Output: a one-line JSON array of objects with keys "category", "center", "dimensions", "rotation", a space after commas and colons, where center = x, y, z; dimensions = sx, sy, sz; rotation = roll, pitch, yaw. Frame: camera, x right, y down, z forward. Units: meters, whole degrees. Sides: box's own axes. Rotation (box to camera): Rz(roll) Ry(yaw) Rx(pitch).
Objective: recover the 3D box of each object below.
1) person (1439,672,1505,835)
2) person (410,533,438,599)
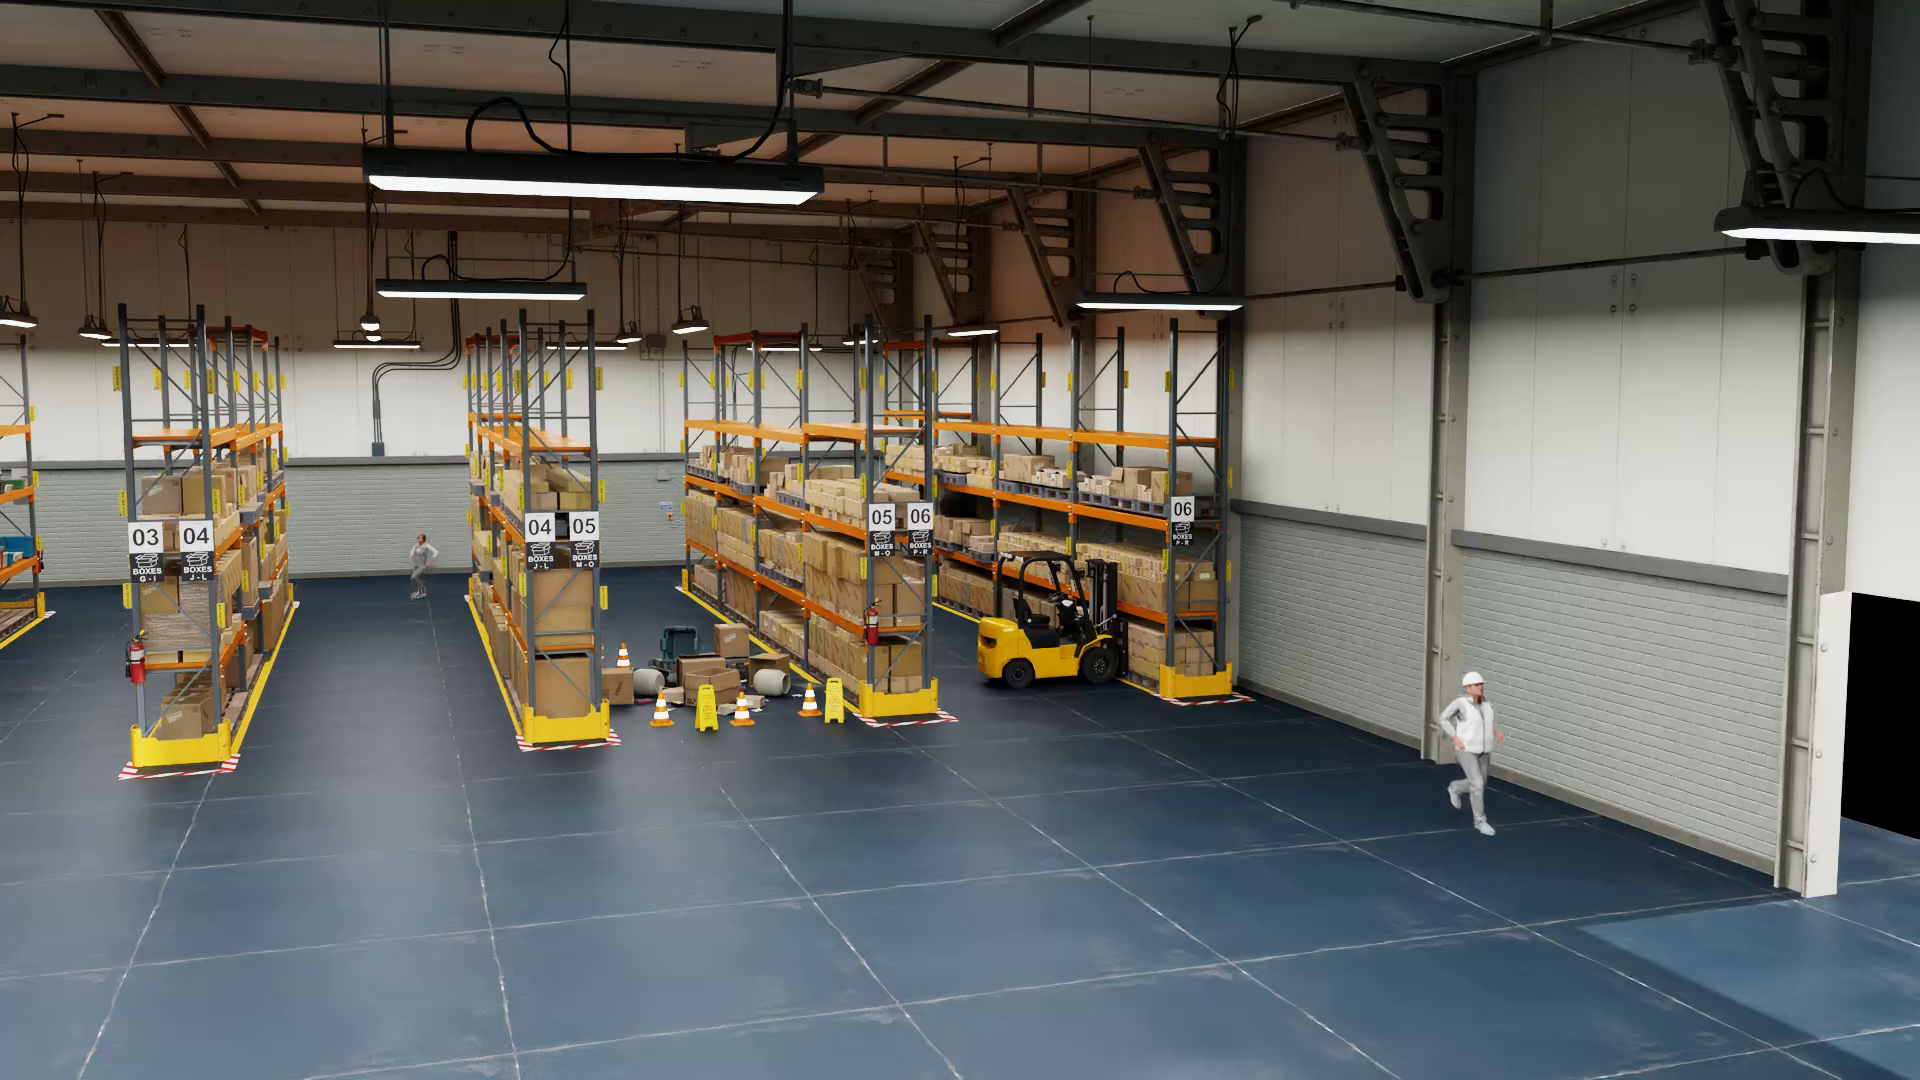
[{"category": "person", "center": [5.762, 2.362, 18.749], "dimensions": [0.662, 1.773, 0.880], "rotation": [-2, 6, -22]}, {"category": "person", "center": [-12.450, 0.607, 38.432], "dimensions": [0.672, 1.533, 0.649], "rotation": [3, 6, 25]}]
